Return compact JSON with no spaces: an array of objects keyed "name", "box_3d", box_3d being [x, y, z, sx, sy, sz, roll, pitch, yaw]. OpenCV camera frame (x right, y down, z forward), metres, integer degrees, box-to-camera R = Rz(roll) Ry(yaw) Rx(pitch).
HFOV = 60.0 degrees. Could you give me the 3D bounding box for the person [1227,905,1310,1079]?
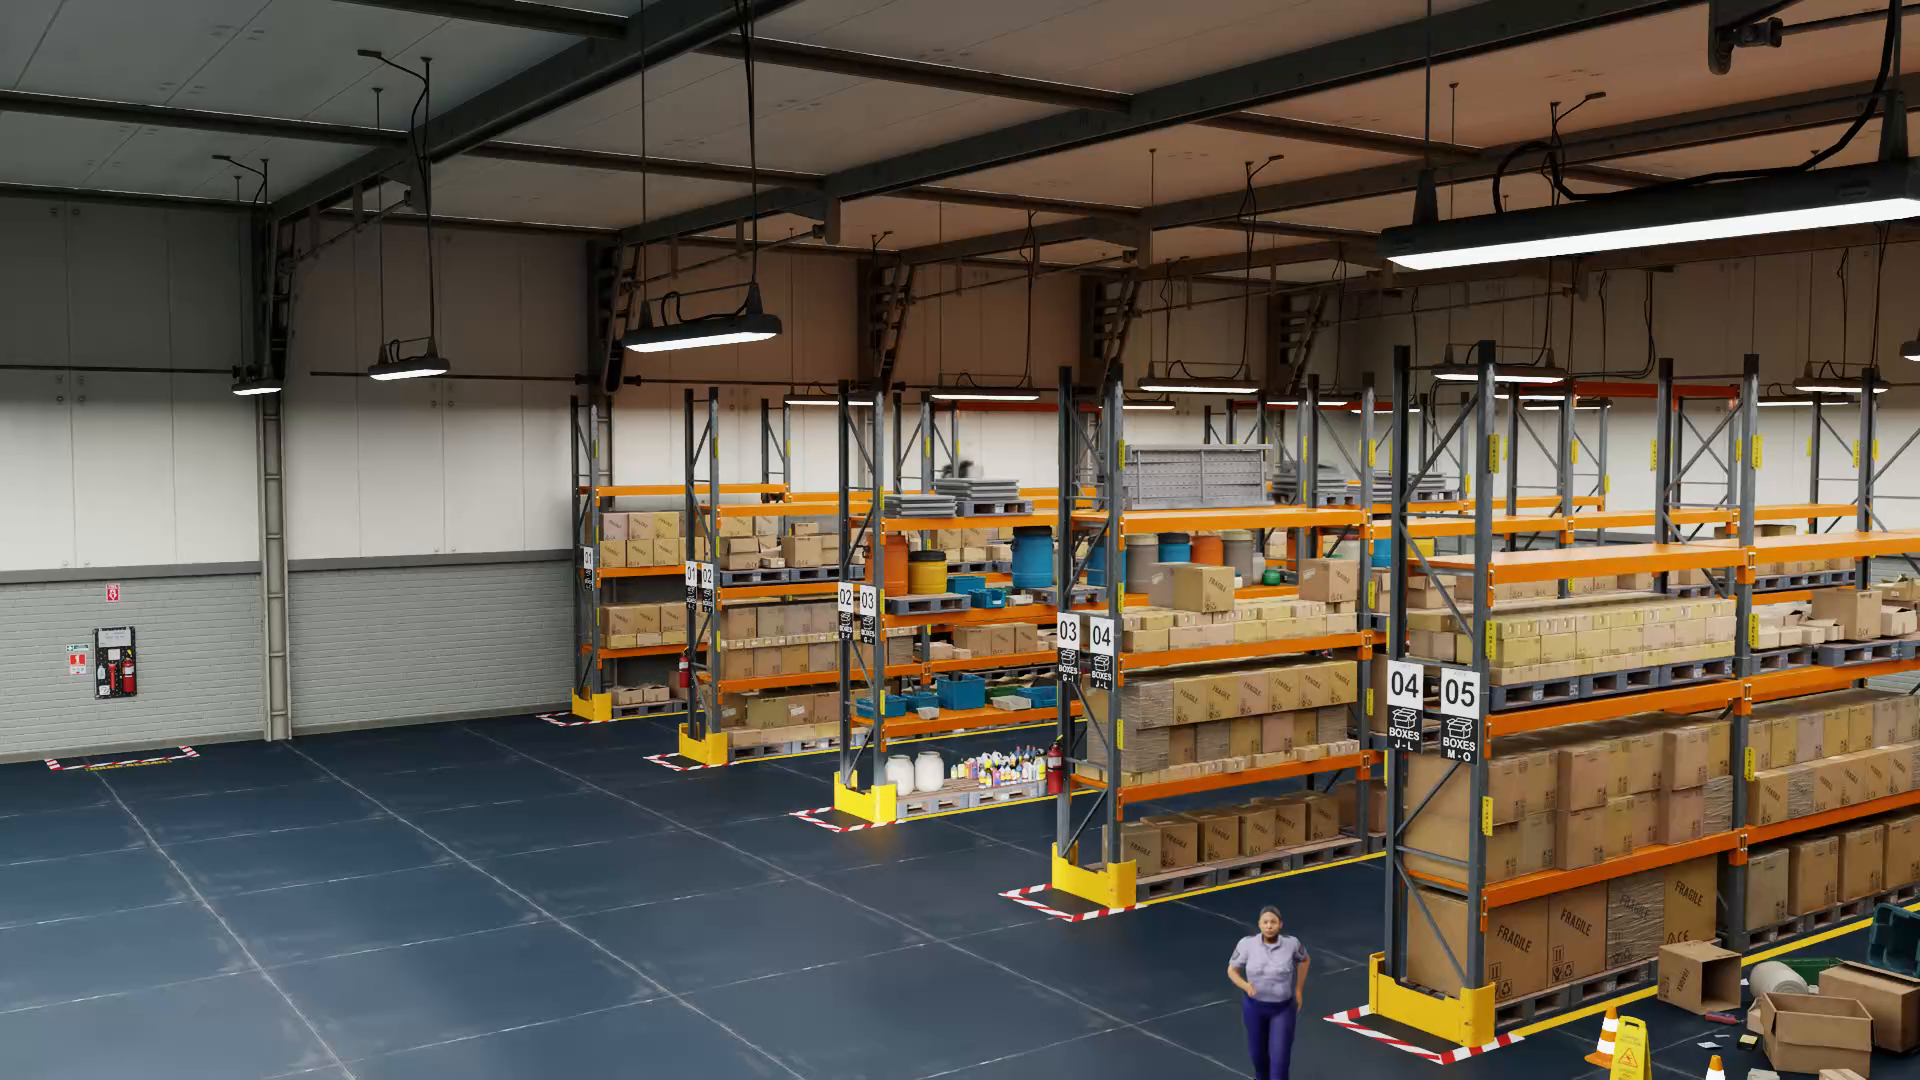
[{"name":"person","box_3d":[2.323,3.586,12.567,0.597,1.661,0.884,1,4,16]}]
